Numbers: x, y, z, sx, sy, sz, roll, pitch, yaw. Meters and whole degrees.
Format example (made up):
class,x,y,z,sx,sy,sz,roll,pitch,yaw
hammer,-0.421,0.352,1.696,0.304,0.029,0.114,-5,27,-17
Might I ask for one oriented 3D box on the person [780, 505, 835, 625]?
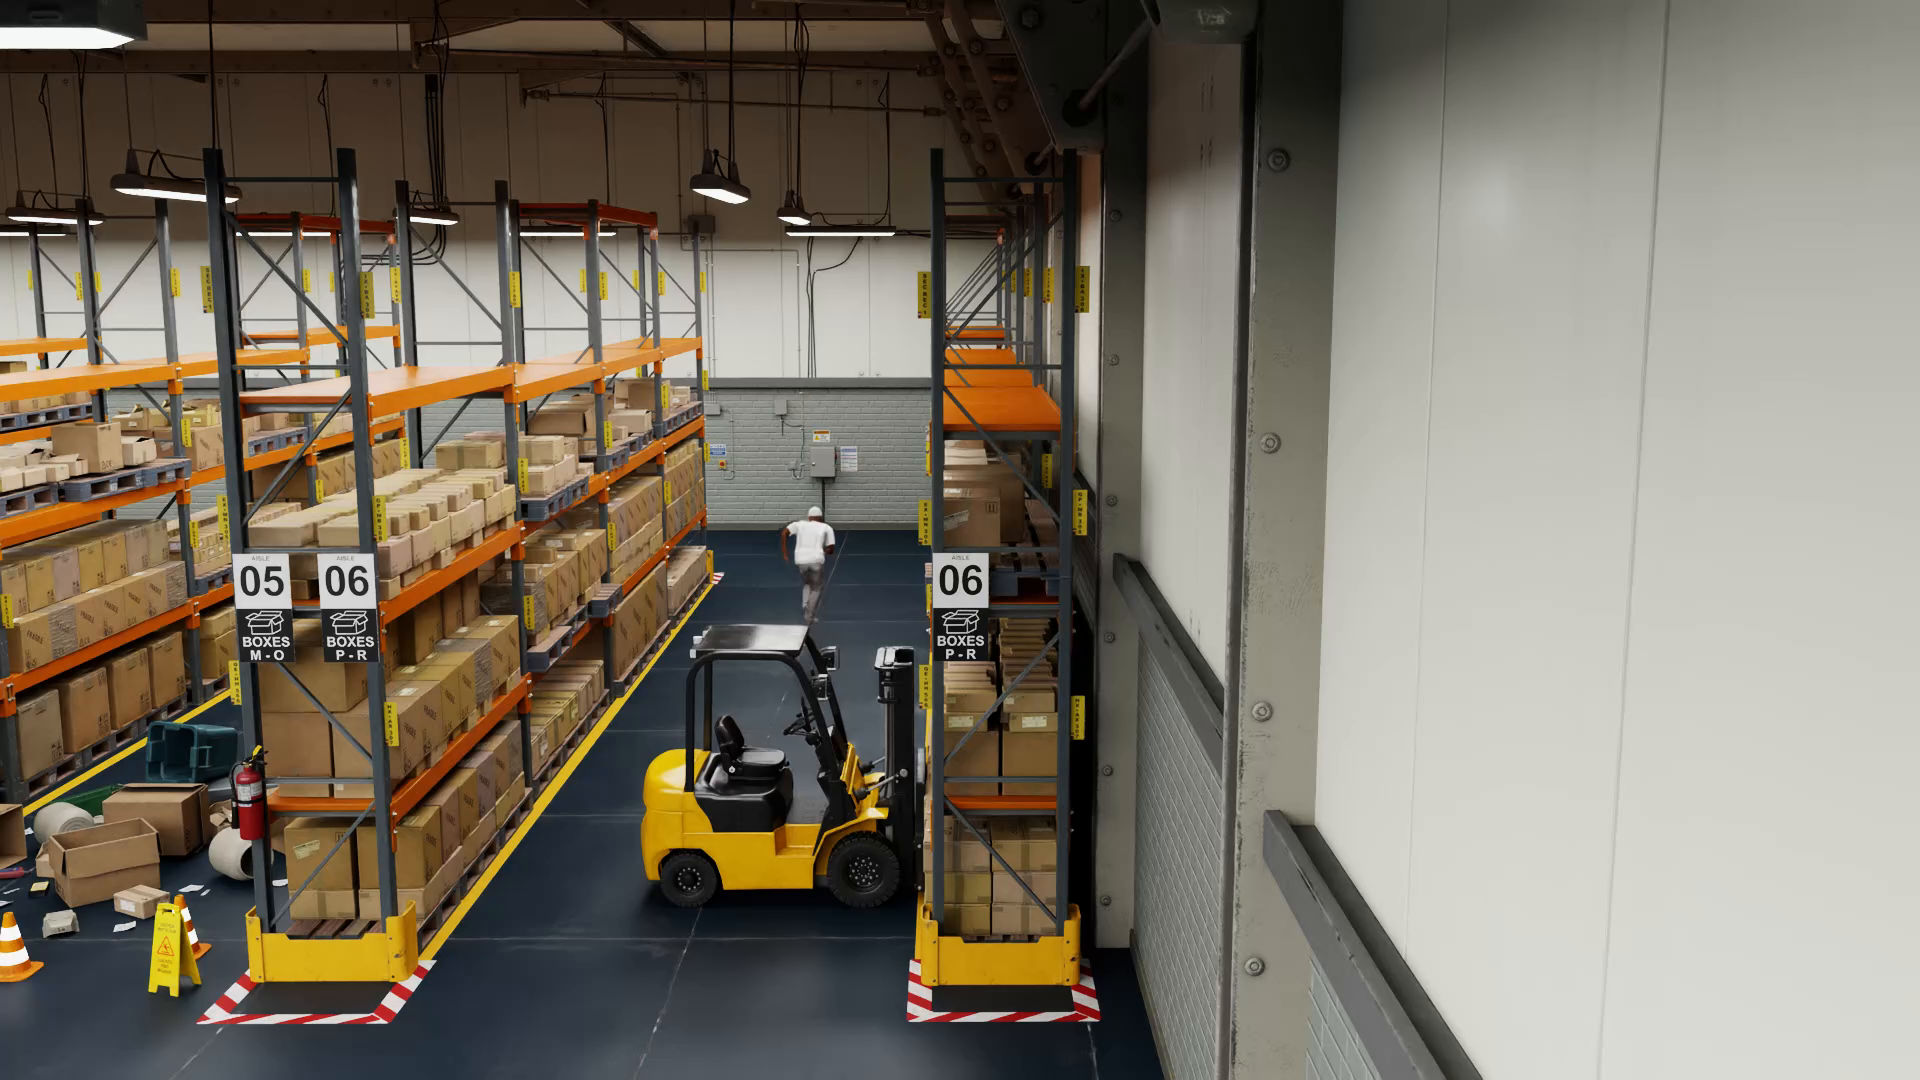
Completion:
class,x,y,z,sx,sy,sz,roll,pitch,yaw
person,-2.150,0.338,23.536,0.747,1.618,0.881,1,9,5
